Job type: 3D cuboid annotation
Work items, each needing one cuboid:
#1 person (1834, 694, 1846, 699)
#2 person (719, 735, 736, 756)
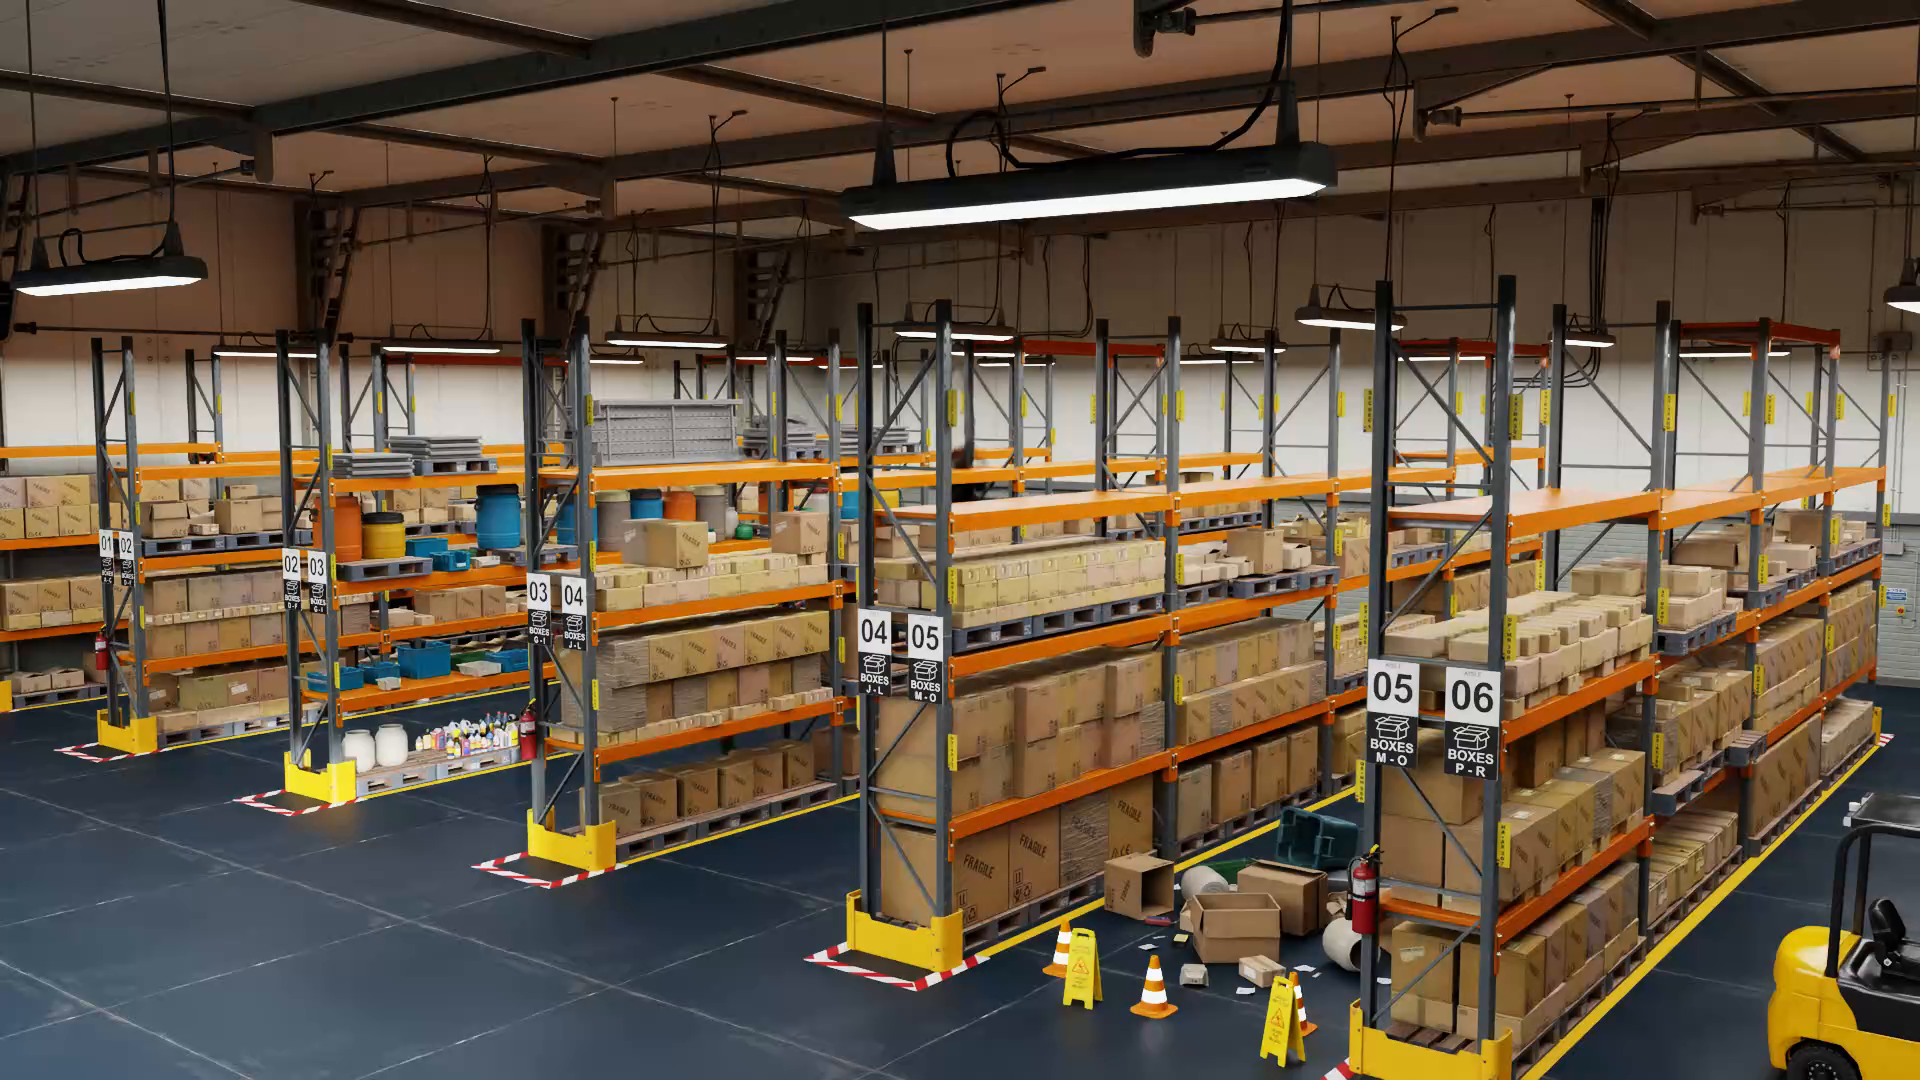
[{"bbox_3d":[13.753,2.034,26.183,0.749,1.737,0.729,-3,6,-32],"label":"person"},{"bbox_3d":[-3.322,2.250,23.260,0.632,1.824,0.705,3,6,27],"label":"person"}]
